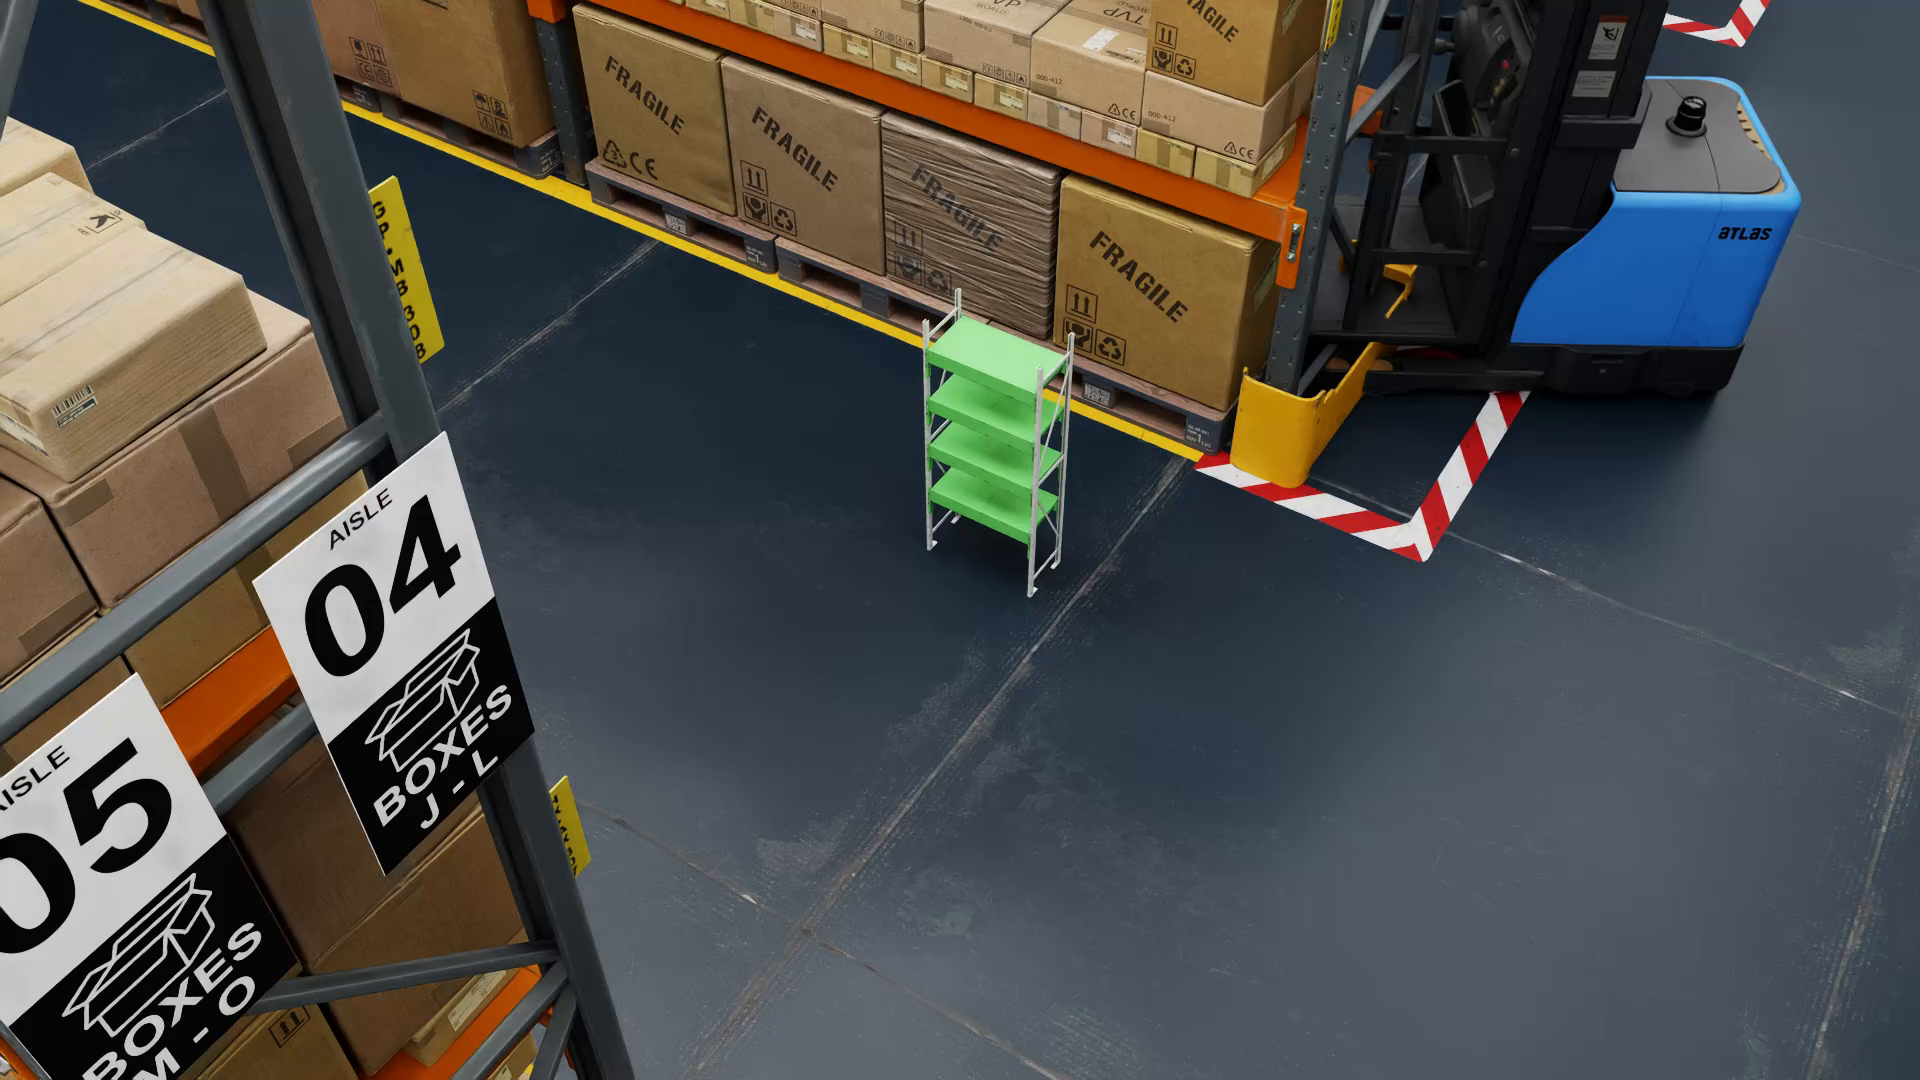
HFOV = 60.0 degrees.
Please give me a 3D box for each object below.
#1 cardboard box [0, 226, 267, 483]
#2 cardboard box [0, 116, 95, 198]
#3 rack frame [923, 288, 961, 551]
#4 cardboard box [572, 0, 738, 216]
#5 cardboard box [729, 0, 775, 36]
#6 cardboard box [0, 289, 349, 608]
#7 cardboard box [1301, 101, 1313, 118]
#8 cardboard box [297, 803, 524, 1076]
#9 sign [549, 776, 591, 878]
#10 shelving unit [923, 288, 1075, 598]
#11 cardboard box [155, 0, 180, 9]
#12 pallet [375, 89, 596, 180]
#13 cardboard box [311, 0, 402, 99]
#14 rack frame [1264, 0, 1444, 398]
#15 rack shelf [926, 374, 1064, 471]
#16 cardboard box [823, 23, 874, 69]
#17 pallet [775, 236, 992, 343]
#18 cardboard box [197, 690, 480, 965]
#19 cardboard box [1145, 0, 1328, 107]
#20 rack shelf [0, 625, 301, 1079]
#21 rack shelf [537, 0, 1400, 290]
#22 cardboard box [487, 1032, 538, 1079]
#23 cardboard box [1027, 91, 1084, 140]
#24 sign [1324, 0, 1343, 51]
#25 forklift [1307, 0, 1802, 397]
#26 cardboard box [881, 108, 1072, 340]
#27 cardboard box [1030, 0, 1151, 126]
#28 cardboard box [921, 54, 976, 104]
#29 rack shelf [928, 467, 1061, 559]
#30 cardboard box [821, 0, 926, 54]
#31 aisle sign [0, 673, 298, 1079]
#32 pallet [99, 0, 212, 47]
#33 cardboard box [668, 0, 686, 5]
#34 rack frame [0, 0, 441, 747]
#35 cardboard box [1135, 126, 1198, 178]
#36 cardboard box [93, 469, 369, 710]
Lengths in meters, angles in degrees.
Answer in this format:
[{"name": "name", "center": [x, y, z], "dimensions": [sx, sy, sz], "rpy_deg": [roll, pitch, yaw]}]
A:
[{"name": "cardboard box", "center": [-1.312, -0.293, 2.551], "dimensions": [0.250, 0.149, 0.380], "rpy_deg": [24, 51, 22]}, {"name": "cardboard box", "center": [-1.706, -0.551, 2.802], "dimensions": [0.250, 0.149, 0.380], "rpy_deg": [25, 51, 22]}, {"name": "rack frame", "center": [-0.066, -0.449, 6.571], "dimensions": [0.015, 1.200, 0.240], "rpy_deg": [25, 51, 22]}, {"name": "cardboard box", "center": [-1.254, -2.329, 8.332], "dimensions": [0.875, 0.875, 0.875], "rpy_deg": [25, 51, 22]}, {"name": "cardboard box", "center": [-0.816, -2.421, 7.408], "dimensions": [0.250, 0.149, 0.380], "rpy_deg": [24, 50, 22]}, {"name": "cardboard box", "center": [-1.400, -0.221, 2.760], "dimensions": [0.500, 0.250, 0.500], "rpy_deg": [25, 51, 23]}, {"name": "cardboard box", "center": [1.480, -1.928, 6.929], "dimensions": [0.250, 0.149, 0.380], "rpy_deg": [25, 51, 23]}, {"name": "cardboard box", "center": [-1.391, 0.798, 3.828], "dimensions": [0.500, 0.500, 0.500], "rpy_deg": [27, 52, 24]}, {"name": "sign", "center": [-0.870, 0.647, 3.648], "dimensions": [0.005, 0.325, 0.100], "rpy_deg": [25, 51, 22]}, {"name": "shelving unit", "center": [0.139, -0.354, 6.479], "dimensions": [0.503, 1.200, 0.258], "rpy_deg": [25, 51, 22]}, {"name": "cardboard box", "center": [-4.564, -3.902, 9.861], "dimensions": [0.875, 0.875, 1.225], "rpy_deg": [22, 50, 20]}, {"name": "pallet", "center": [-2.457, -2.509, 9.262], "dimensions": [1.213, 0.211, 1.003], "rpy_deg": [25, 51, 22]}, {"name": "cardboard box", "center": [-3.069, -3.214, 9.192], "dimensions": [0.875, 0.875, 1.225], "rpy_deg": [23, 50, 21]}, {"name": "rack frame", "center": [1.600, -1.678, 6.511], "dimensions": [0.127, 3.000, 1.000], "rpy_deg": [25, 51, 22]}, {"name": "rack shelf", "center": [0.139, -0.477, 6.353], "dimensions": [0.480, 0.148, 0.258], "rpy_deg": [25, 51, 22]}, {"name": "cardboard box", "center": [-0.384, -2.222, 7.214], "dimensions": [0.250, 0.149, 0.380], "rpy_deg": [23, 50, 21]}, {"name": "pallet", "center": [-0.138, -1.442, 8.226], "dimensions": [1.213, 0.211, 1.003], "rpy_deg": [25, 51, 22]}, {"name": "cardboard box", "center": [-1.397, 0.456, 3.463], "dimensions": [0.500, 0.500, 0.500], "rpy_deg": [24, 51, 22]}, {"name": "cardboard box", "center": [1.048, -2.021, 6.219], "dimensions": [0.500, 0.500, 0.500], "rpy_deg": [25, 51, 23]}, {"name": "rack shelf", "center": [-2.846, -0.292, 3.574], "dimensions": [4.000, 0.370, 1.077], "rpy_deg": [25, 51, 22]}, {"name": "rack shelf", "center": [-0.083, -2.202, 7.522], "dimensions": [4.000, 0.370, 1.077], "rpy_deg": [25, 51, 22]}, {"name": "cardboard box", "center": [-1.420, 1.508, 4.695], "dimensions": [0.250, 0.149, 0.380], "rpy_deg": [23, 50, 20]}, {"name": "cardboard box", "center": [0.482, -1.825, 6.829], "dimensions": [0.250, 0.149, 0.380], "rpy_deg": [26, 51, 23]}, {"name": "sign", "center": [1.296, -1.842, 5.698], "dimensions": [0.005, 0.325, 0.100], "rpy_deg": [25, 51, 22]}, {"name": "forklift", "center": [2.010, -2.060, 6.930], "dimensions": [3.031, 2.935, 1.130], "rpy_deg": [2, 46, 2]}, {"name": "cardboard box", "center": [0.253, -1.636, 7.659], "dimensions": [0.875, 0.875, 0.875], "rpy_deg": [25, 51, 22]}, {"name": "cardboard box", "center": [0.623, -1.954, 6.676], "dimensions": [0.500, 0.250, 0.500], "rpy_deg": [24, 50, 21]}, {"name": "cardboard box", "center": [0.044, -2.025, 7.023], "dimensions": [0.250, 0.149, 0.380], "rpy_deg": [25, 51, 22]}, {"name": "rack shelf", "center": [0.139, -0.142, 6.697], "dimensions": [0.480, 0.148, 0.258], "rpy_deg": [25, 51, 22]}, {"name": "cardboard box", "center": [-0.247, -2.350, 7.061], "dimensions": [0.500, 0.250, 0.500], "rpy_deg": [25, 51, 22]}, {"name": "aisle sign", "center": [-1.263, 0.580, 2.504], "dimensions": [0.004, 0.787, 0.394], "rpy_deg": [25, 51, 22]}, {"name": "pallet", "center": [-4.511, -3.453, 10.180], "dimensions": [1.213, 0.211, 1.003], "rpy_deg": [25, 51, 22]}, {"name": "cardboard box", "center": [-1.254, -2.621, 7.602], "dimensions": [0.250, 0.149, 0.380], "rpy_deg": [26, 51, 23]}, {"name": "rack frame", "center": [-1.162, -0.814, 1.488], "dimensions": [0.127, 3.000, 1.000], "rpy_deg": [25, 51, 22]}, {"name": "cardboard box", "center": [0.903, -1.630, 6.639], "dimensions": [0.250, 0.149, 0.380], "rpy_deg": [25, 51, 22]}, {"name": "cardboard box", "center": [-1.402, -0.045, 2.937], "dimensions": [0.500, 0.250, 0.500], "rpy_deg": [26, 51, 23]}]
